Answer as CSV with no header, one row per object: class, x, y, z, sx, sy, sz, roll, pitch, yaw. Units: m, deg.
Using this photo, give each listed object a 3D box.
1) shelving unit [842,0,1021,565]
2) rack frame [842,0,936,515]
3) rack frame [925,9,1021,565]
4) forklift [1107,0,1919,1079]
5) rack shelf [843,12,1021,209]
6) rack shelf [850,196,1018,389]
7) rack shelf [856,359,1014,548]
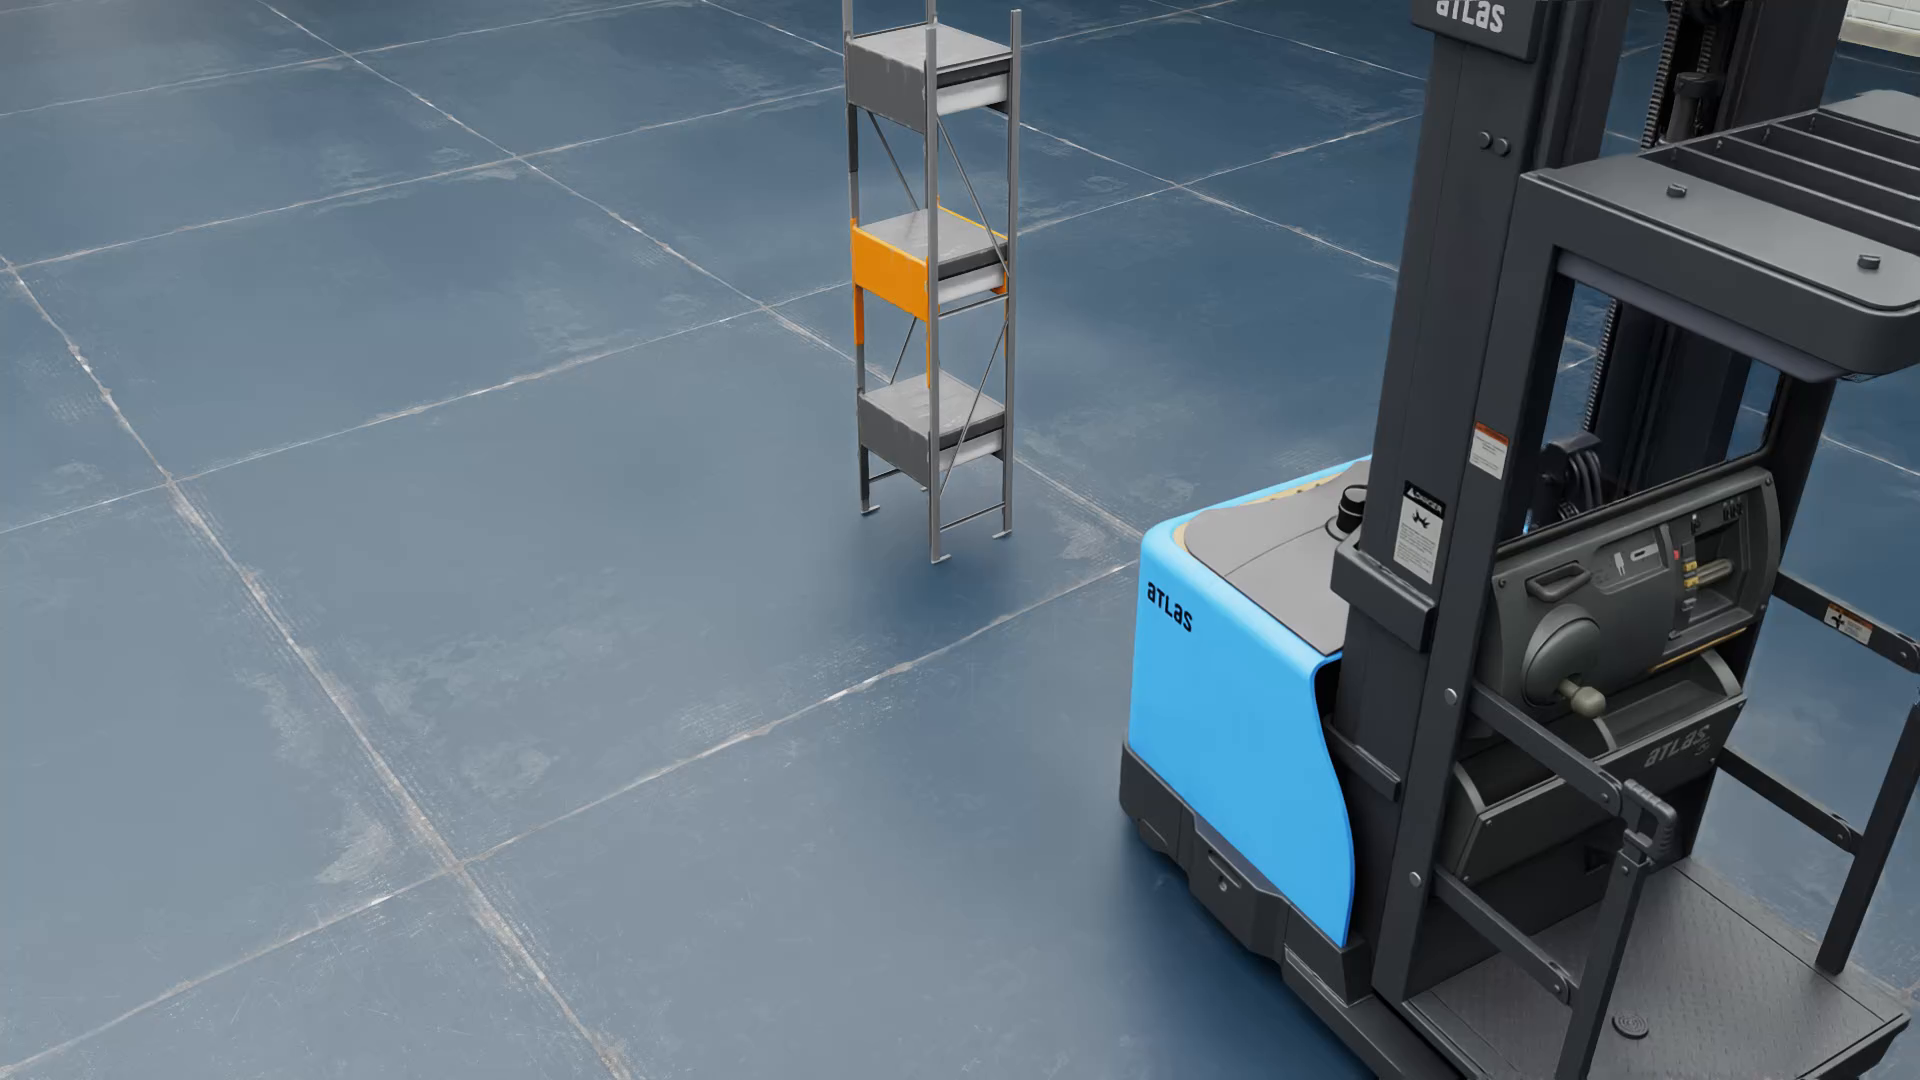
shelving unit,-0.101,-0.961,6.307,0.431,2.100,0.503,-22,38,-31
rack frame,-0.251,-1.063,6.471,0.400,2.100,0.015,-22,38,-31
rack frame,0.048,-0.859,6.143,0.400,2.100,0.015,-22,38,-31
forklift,1.648,0.144,3.741,1.130,2.935,3.031,-17,36,-25
rack shelf,-0.101,-1.544,5.945,0.431,0.518,0.480,-22,38,-31
rack shelf,-0.101,-0.949,6.314,0.431,0.518,0.480,-22,38,-31
rack shelf,-0.102,-0.355,6.684,0.431,0.518,0.480,-22,38,-31
